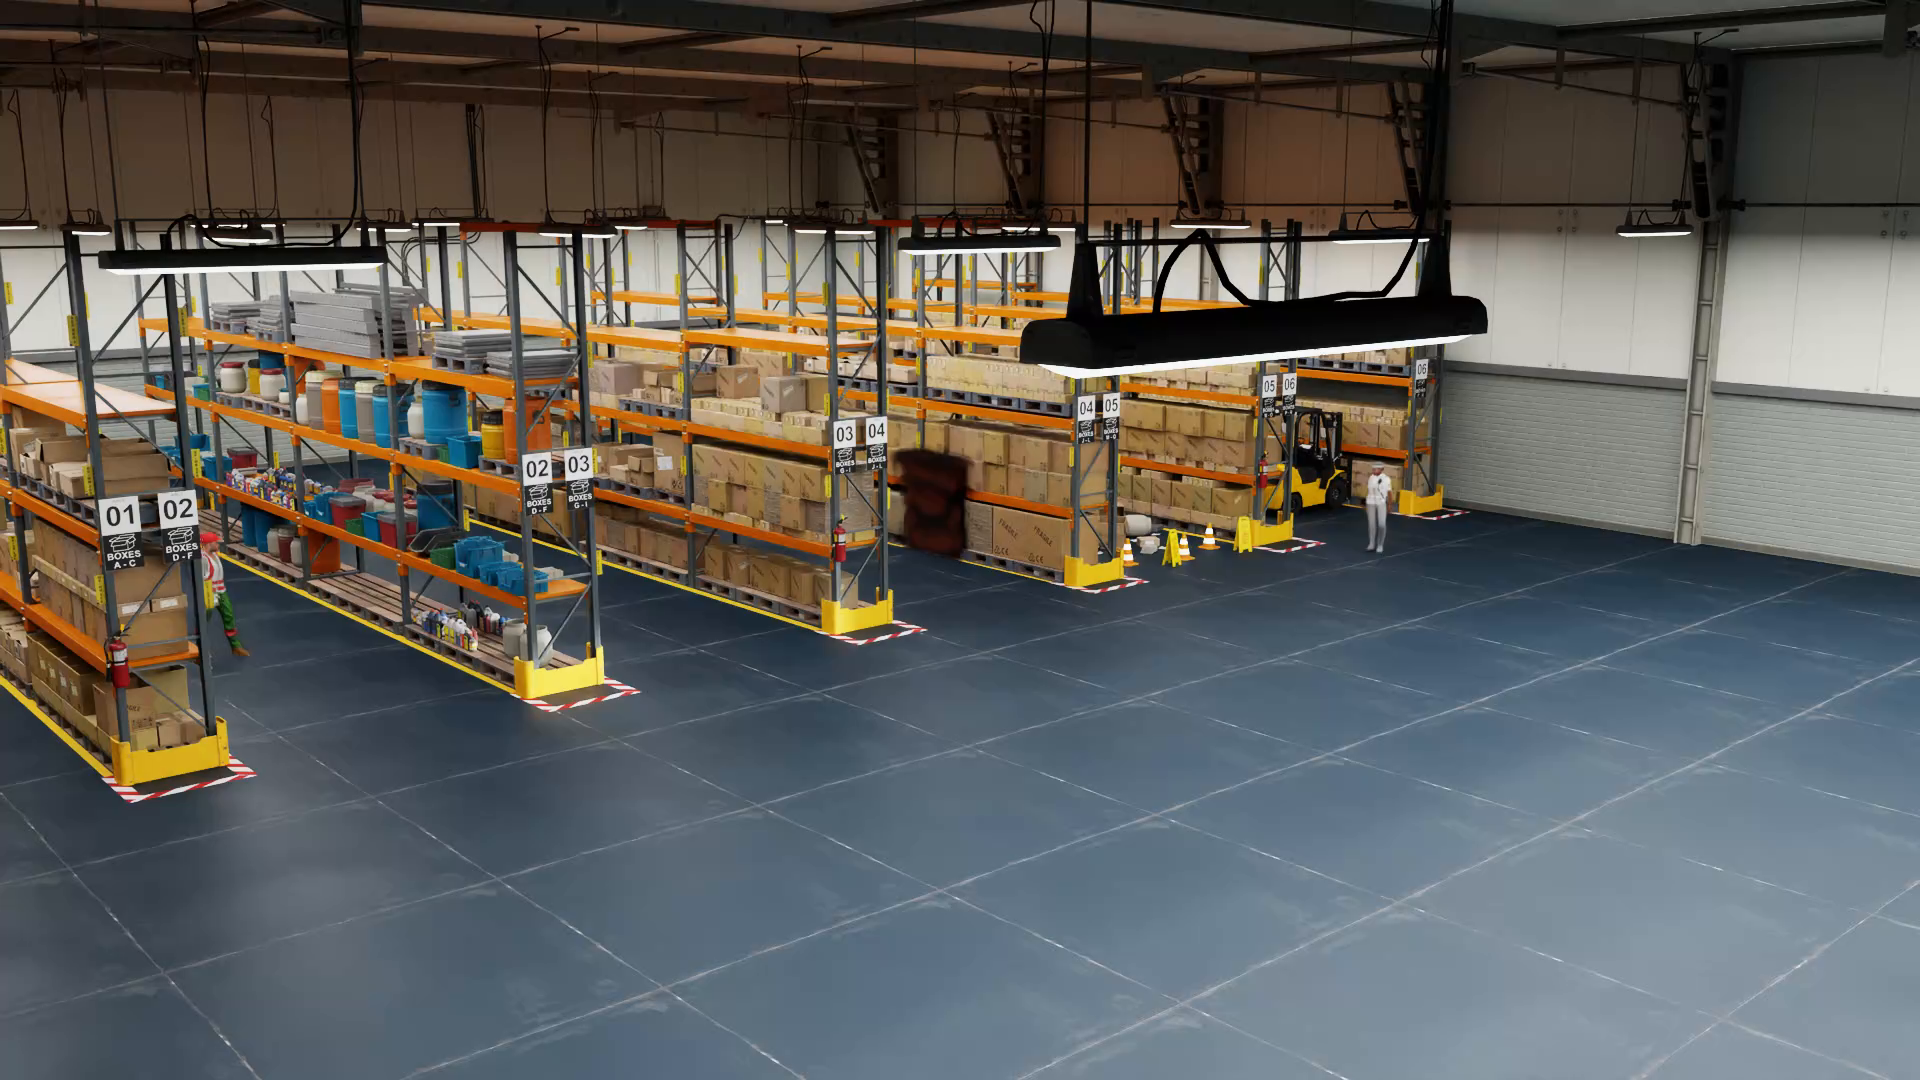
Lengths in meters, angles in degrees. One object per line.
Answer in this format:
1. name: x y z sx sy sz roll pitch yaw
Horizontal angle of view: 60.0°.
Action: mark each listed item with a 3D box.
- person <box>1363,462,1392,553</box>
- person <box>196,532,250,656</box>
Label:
1. person: 7.701 -0.601 30.696 0.506 1.713 0.459 4 12 18
2. person: -10.546 0.764 23.494 0.942 1.739 0.486 9 15 38
